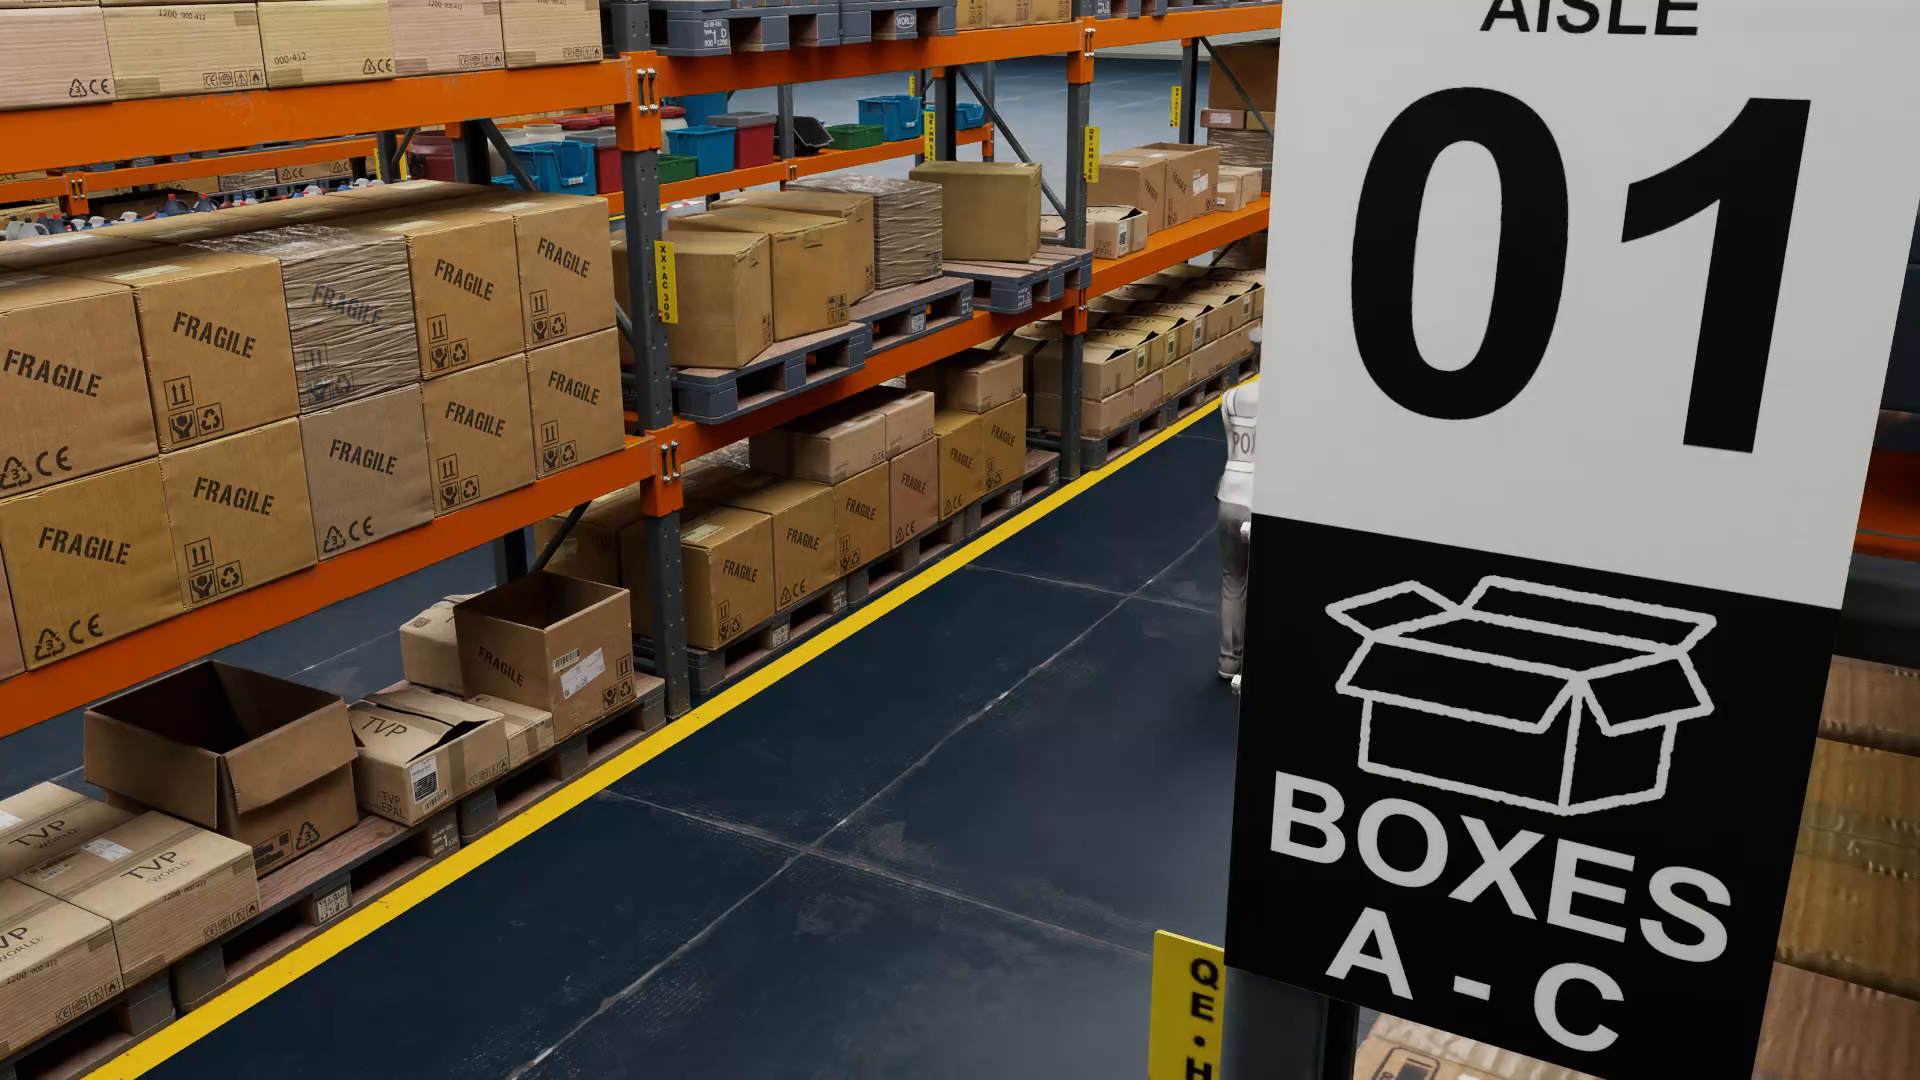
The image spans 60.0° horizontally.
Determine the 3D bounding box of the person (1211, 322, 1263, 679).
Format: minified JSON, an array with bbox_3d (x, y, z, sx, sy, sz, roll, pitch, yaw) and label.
[{"bbox_3d":[1.369,-0.159,7.485,0.459,1.688,0.543,11,22,28],"label":"person"}]
